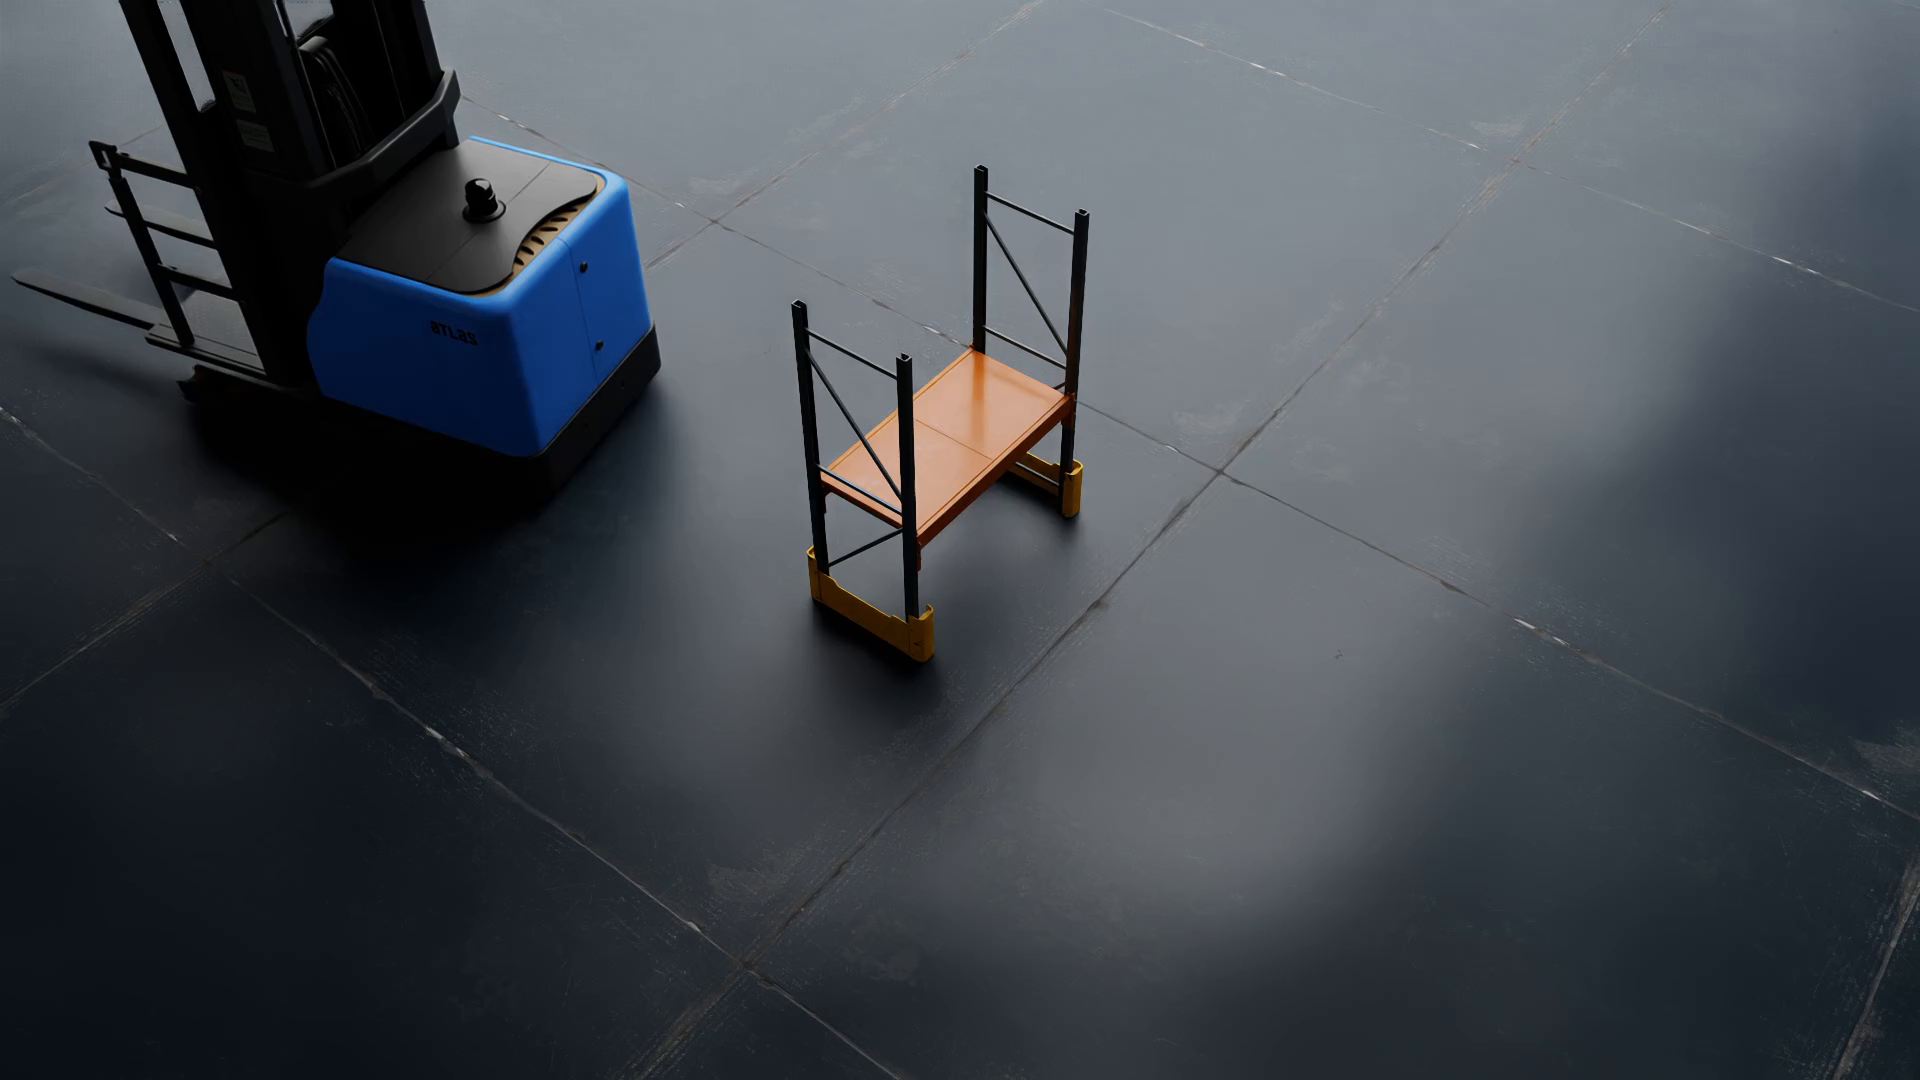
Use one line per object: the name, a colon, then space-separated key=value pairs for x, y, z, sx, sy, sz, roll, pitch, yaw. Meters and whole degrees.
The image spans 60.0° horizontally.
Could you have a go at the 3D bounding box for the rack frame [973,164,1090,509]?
rack frame: x=0.259 y=-0.760 z=6.604 sx=0.500 sy=1.500 sz=0.032 roll=29 pitch=53 yaw=25

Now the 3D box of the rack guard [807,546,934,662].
rack guard: x=-0.351 y=0.242 z=6.510 sx=0.587 sy=0.250 sz=0.087 roll=29 pitch=53 yaw=25

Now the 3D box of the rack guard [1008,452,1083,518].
rack guard: x=0.258 y=-0.328 z=7.055 sx=0.587 sy=0.250 sz=0.087 roll=29 pitch=53 yaw=25

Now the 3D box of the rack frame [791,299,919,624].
rack frame: x=-0.363 y=-0.178 z=6.048 sx=0.500 sy=1.500 sz=0.032 roll=29 pitch=53 yaw=25

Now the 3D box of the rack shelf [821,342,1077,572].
rack shelf: x=-0.052 y=-0.345 z=6.456 sx=0.538 sy=0.185 sz=1.000 roll=29 pitch=53 yaw=25

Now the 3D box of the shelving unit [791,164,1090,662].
shelving unit: x=-0.047 y=-0.474 z=6.331 sx=0.587 sy=1.500 sz=1.083 roll=29 pitch=53 yaw=25

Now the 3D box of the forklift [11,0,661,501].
forklift: x=-2.926 y=-1.882 z=6.685 sx=3.031 sy=2.935 sz=1.130 roll=17 pitch=49 yaw=16
